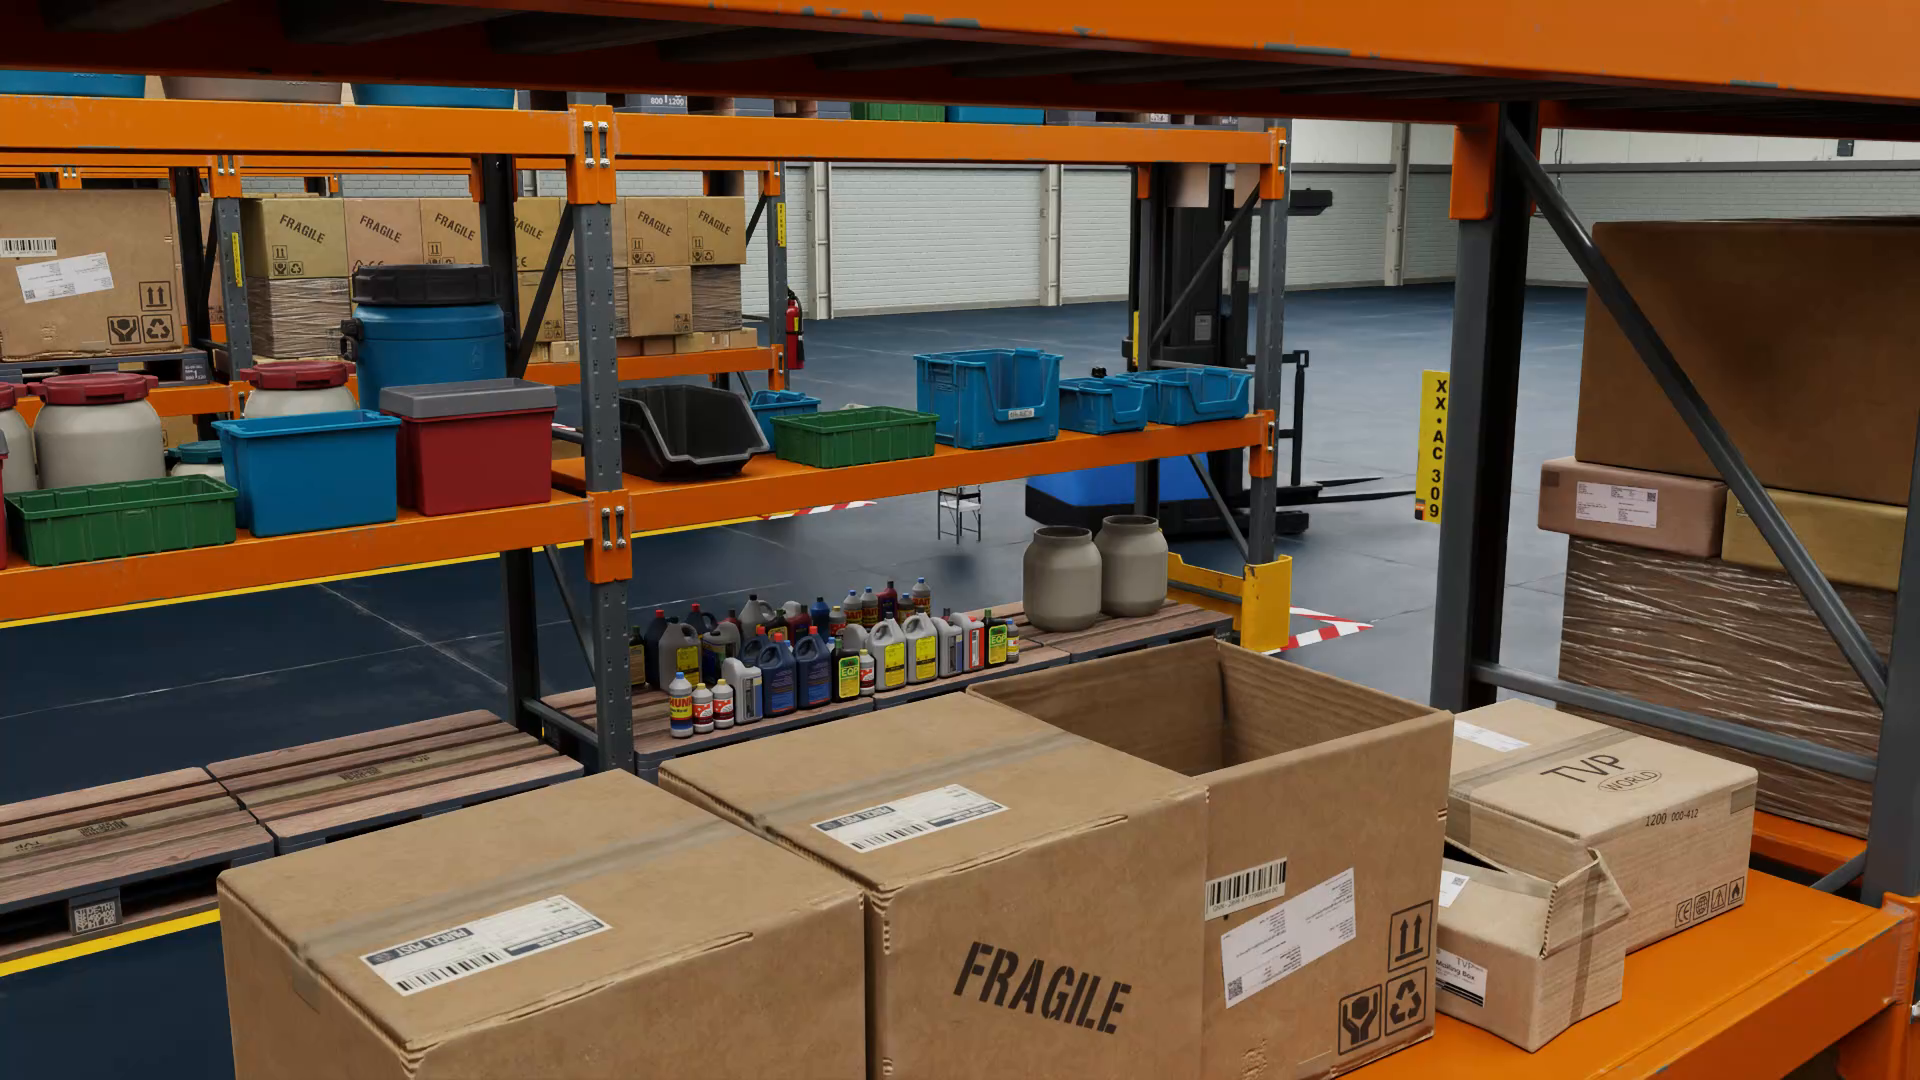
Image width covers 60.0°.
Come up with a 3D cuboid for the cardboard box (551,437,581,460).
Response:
[{"bbox_3d":[-3.133,-0.515,12.338,0.500,0.500,0.500,-8,14,-32],"label":"cardboard box"}]

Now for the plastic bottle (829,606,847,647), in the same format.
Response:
[{"bbox_3d":[-0.628,0.440,8.511,0.097,0.201,0.097,0,12,0],"label":"plastic bottle"}]

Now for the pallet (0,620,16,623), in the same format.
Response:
[{"bbox_3d":[-6.373,0.372,9.869,1.213,0.211,1.003,-9,15,-38],"label":"pallet"}]

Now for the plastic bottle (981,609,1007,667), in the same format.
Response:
[{"bbox_3d":[0.165,0.473,8.161,0.133,0.283,0.061,-9,15,-36],"label":"plastic bottle"}]

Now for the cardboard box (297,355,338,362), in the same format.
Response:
[{"bbox_3d":[-4.253,-1.139,10.877,0.250,0.149,0.380,-9,15,-38],"label":"cardboard box"}]

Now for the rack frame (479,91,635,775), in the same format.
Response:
[{"bbox_3d":[-1.718,-0.449,7.023,0.127,3.000,1.000,-9,15,-38],"label":"rack frame"}]

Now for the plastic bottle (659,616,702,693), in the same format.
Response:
[{"bbox_3d":[-1.305,0.524,7.756,0.185,0.351,0.144,-9,15,-38],"label":"plastic bottle"}]

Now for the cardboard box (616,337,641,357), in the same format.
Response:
[{"bbox_3d":[-2.567,-1.450,12.338,0.250,0.149,0.380,-9,15,-38],"label":"cardboard box"}]

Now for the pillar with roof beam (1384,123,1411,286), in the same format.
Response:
[{"bbox_3d":[14.025,-10.369,39.293,0.548,9.000,9.100,-9,15,-38],"label":"pillar with roof beam"}]

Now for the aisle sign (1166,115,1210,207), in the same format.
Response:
[{"bbox_3d":[1.279,-2.297,9.465,0.004,0.787,0.394,-9,15,-38],"label":"aisle sign"}]

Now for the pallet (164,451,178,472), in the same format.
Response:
[{"bbox_3d":[-7.189,-0.792,15.351,1.213,0.211,1.003,-9,15,-38],"label":"pallet"}]

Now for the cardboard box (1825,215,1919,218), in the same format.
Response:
[{"bbox_3d":[2.501,-0.518,3.983,0.500,0.500,0.700,-9,15,-38],"label":"cardboard box"}]

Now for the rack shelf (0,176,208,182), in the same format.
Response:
[{"bbox_3d":[-12.545,-5.039,23.150,4.000,0.370,1.077,-9,15,-38],"label":"rack shelf"}]

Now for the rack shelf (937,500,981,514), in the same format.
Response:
[{"bbox_3d":[-0.006,-0.230,12.075,0.200,0.077,0.258,-9,15,-38],"label":"rack shelf"}]

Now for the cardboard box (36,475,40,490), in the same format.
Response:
[{"bbox_3d":[-5.689,-0.110,10.384,0.500,0.500,0.700,-10,15,-38],"label":"cardboard box"}]

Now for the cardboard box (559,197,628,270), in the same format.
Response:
[{"bbox_3d":[-2.743,-2.213,11.967,0.500,0.500,0.500,-9,15,-38],"label":"cardboard box"}]

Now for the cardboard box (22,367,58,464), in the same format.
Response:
[{"bbox_3d":[-8.260,-1.080,14.399,0.750,0.750,1.050,-10,15,-38],"label":"cardboard box"}]

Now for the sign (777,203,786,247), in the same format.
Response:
[{"bbox_3d":[-1.358,-2.400,12.661,0.005,0.325,0.100,-9,15,-38],"label":"sign"}]

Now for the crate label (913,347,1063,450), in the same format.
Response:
[{"bbox_3d":[0.137,-0.703,8.132,0.616,0.435,0.502,-9,15,-38],"label":"crate label"}]

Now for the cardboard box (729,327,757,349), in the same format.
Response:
[{"bbox_3d":[-1.782,-1.578,12.945,0.250,0.149,0.380,-9,15,-38],"label":"cardboard box"}]

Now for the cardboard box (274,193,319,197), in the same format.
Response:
[{"bbox_3d":[-8.142,-3.961,20.196,0.500,0.500,0.700,-10,16,-39],"label":"cardboard box"}]

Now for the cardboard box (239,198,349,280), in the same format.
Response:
[{"bbox_3d":[-4.302,-1.953,10.742,0.500,0.500,0.500,-9,15,-38],"label":"cardboard box"}]

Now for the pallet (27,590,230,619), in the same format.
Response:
[{"bbox_3d":[-5.419,0.213,10.619,1.213,0.211,1.003,-9,15,-38],"label":"pallet"}]

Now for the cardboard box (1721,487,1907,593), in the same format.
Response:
[{"bbox_3d":[1.704,-0.015,3.176,0.250,0.149,0.380,-9,15,-38],"label":"cardboard box"}]

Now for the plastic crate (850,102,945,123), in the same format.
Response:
[{"bbox_3d":[-0.316,-1.974,7.490,0.450,0.188,0.336,-9,15,-38],"label":"plastic crate"}]

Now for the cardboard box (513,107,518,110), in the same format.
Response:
[{"bbox_3d":[-3.090,-2.865,11.541,0.500,0.250,0.500,-10,15,-39],"label":"cardboard box"}]

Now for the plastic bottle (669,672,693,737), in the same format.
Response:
[{"bbox_3d":[-1.195,0.700,7.121,0.097,0.271,0.097,0,12,0],"label":"plastic bottle"}]

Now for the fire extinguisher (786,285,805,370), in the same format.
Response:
[{"bbox_3d":[-1.312,-1.674,12.977,0.183,0.674,0.296,-9,15,-38],"label":"fire extinguisher"}]

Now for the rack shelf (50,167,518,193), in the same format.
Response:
[{"bbox_3d":[-6.270,-3.445,15.642,4.000,0.370,1.077,-9,15,-38],"label":"rack shelf"}]

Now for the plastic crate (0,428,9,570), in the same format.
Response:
[{"bbox_3d":[-3.389,-0.122,5.326,0.583,0.464,0.402,-9,15,-38],"label":"plastic crate"}]

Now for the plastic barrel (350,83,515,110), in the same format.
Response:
[{"bbox_3d":[-1.980,-2.061,6.183,0.708,0.901,0.600,-9,15,-38],"label":"plastic barrel"}]

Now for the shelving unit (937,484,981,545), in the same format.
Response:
[{"bbox_3d":[-0.006,-0.439,12.030,0.210,0.900,0.258,-9,15,-38],"label":"shelving unit"}]

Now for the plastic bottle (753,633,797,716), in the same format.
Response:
[{"bbox_3d":[-0.829,0.594,7.429,0.185,0.351,0.144,-9,15,-36],"label":"plastic bottle"}]

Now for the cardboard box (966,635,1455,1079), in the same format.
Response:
[{"bbox_3d":[0.352,0.471,2.448,0.500,0.500,0.500,-8,14,-34],"label":"cardboard box"}]

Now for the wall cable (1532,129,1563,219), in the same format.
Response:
[{"bbox_3d":[14.462,-9.716,43.694,0.112,2.526,3.097,-9,15,-38],"label":"wall cable"}]

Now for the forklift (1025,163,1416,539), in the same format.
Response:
[{"bbox_3d":[2.071,-1.564,12.439,3.031,2.935,1.130,-4,13,-18],"label":"forklift"}]

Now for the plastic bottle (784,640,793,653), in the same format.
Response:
[{"bbox_3d":[-0.791,0.594,7.618,0.097,0.271,0.097,0,12,0],"label":"plastic bottle"}]

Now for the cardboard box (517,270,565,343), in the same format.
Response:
[{"bbox_3d":[-3.266,-1.694,11.928,0.500,0.500,0.875,-9,15,-38],"label":"cardboard box"}]

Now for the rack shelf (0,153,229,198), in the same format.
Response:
[{"bbox_3d":[-6.374,-2.108,9.347,4.000,0.370,1.077,-9,15,-38],"label":"rack shelf"}]

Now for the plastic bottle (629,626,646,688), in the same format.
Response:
[{"bbox_3d":[-1.548,0.548,7.805,0.133,0.283,0.061,-9,15,-35],"label":"plastic bottle"}]

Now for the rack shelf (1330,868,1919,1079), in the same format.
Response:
[{"bbox_3d":[-0.188,0.966,2.090,4.000,0.370,1.077,-9,15,-38],"label":"rack shelf"}]

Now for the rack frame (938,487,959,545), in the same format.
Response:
[{"bbox_3d":[-0.086,-0.426,11.968,0.006,0.900,0.240,-9,15,-38],"label":"rack frame"}]

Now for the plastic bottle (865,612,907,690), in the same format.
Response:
[{"bbox_3d":[-0.349,0.514,7.804,0.185,0.351,0.144,-10,15,-38],"label":"plastic bottle"}]

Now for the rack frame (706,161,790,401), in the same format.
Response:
[{"bbox_3d":[-1.689,-1.772,13.251,0.127,3.000,1.000,-9,15,-38],"label":"rack frame"}]

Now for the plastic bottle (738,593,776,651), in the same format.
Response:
[{"bbox_3d":[-0.993,0.434,8.181,0.185,0.351,0.144,-10,15,-38],"label":"plastic bottle"}]

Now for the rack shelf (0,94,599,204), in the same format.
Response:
[{"bbox_3d":[-3.280,-1.305,5.564,4.000,0.370,1.077,-9,15,-38],"label":"rack shelf"}]

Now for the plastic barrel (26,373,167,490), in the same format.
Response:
[{"bbox_3d":[-3.175,-0.332,6.144,0.433,0.535,0.433,0,12,0],"label":"plastic barrel"}]

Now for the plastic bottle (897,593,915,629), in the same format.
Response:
[{"bbox_3d":[-0.286,0.383,8.779,0.097,0.201,0.097,0,12,0],"label":"plastic bottle"}]
